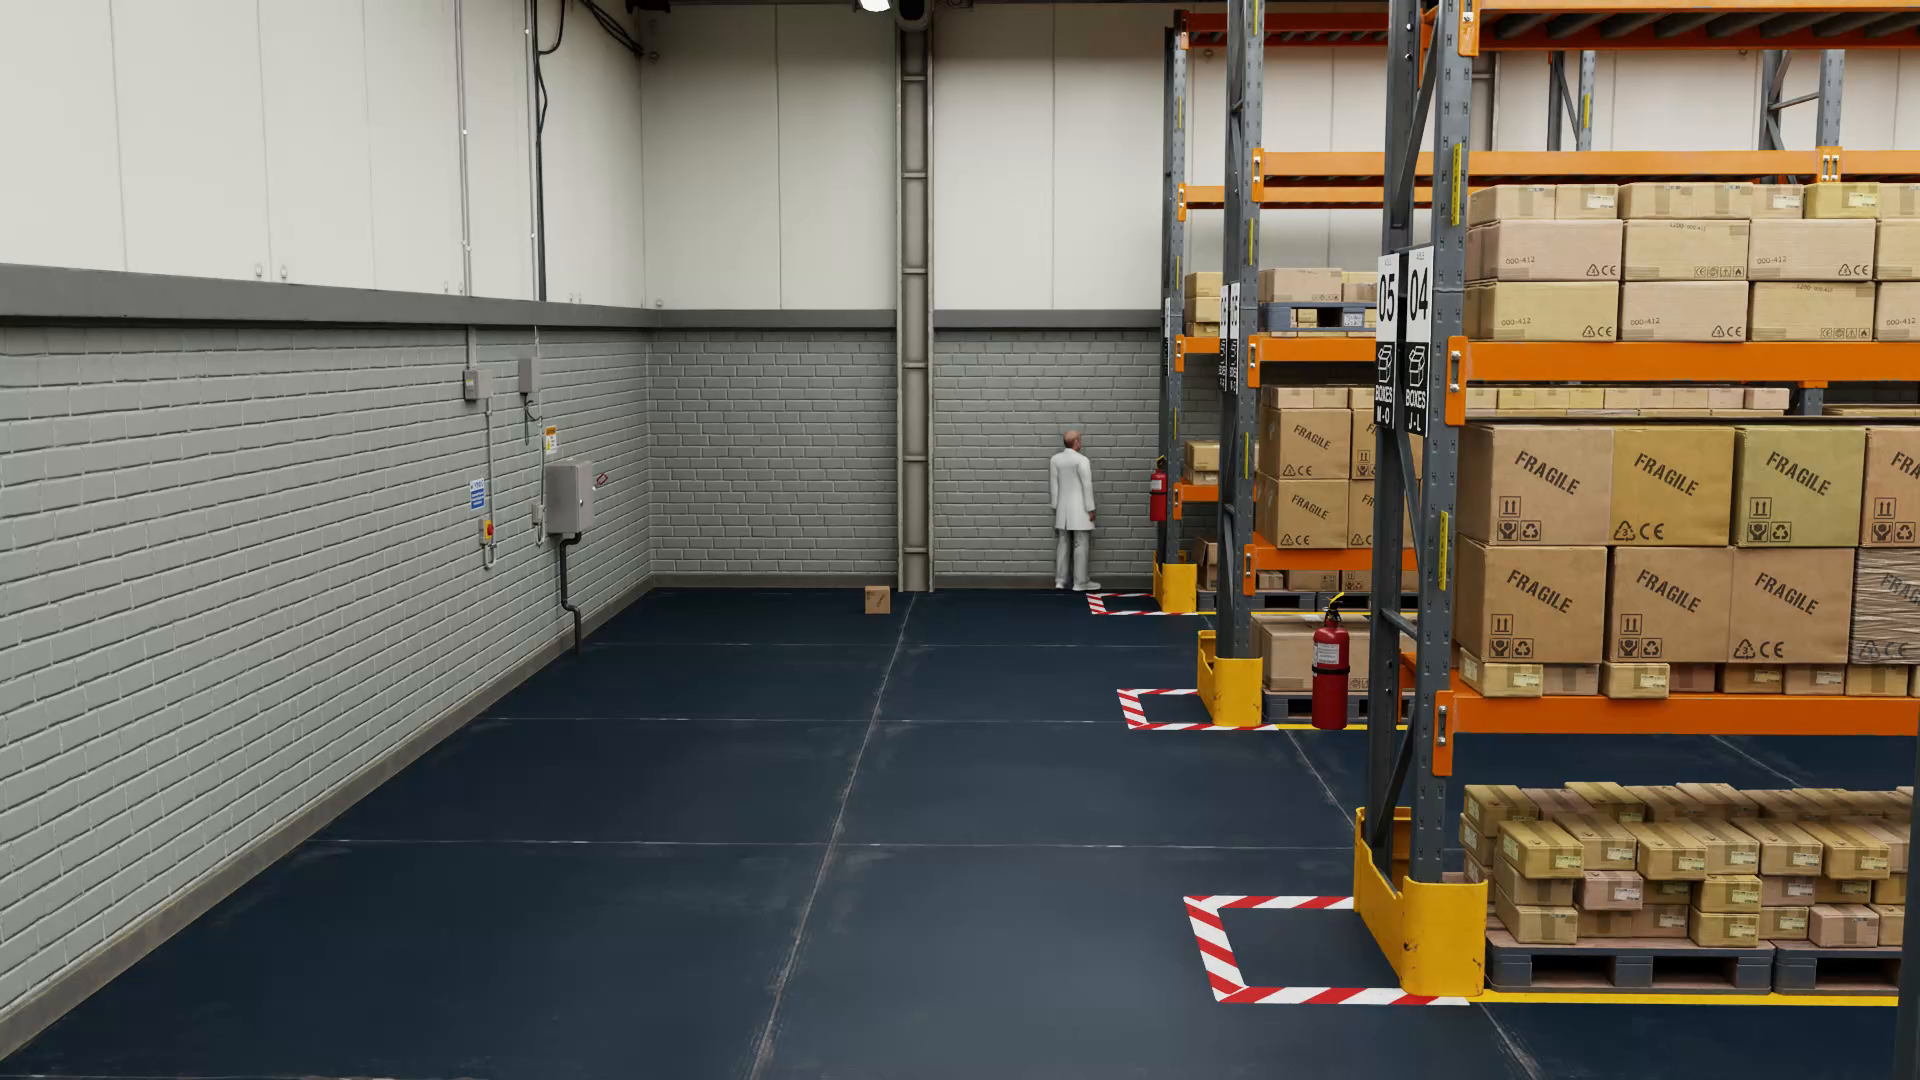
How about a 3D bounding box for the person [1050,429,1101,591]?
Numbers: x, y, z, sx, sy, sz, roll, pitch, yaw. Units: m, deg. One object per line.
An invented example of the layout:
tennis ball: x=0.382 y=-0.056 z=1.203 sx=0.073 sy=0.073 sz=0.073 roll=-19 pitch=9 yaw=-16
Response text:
person: x=1.291 y=-0.325 z=18.441 sx=0.571 sy=1.807 sz=0.404 roll=7 pitch=10 yaw=43
